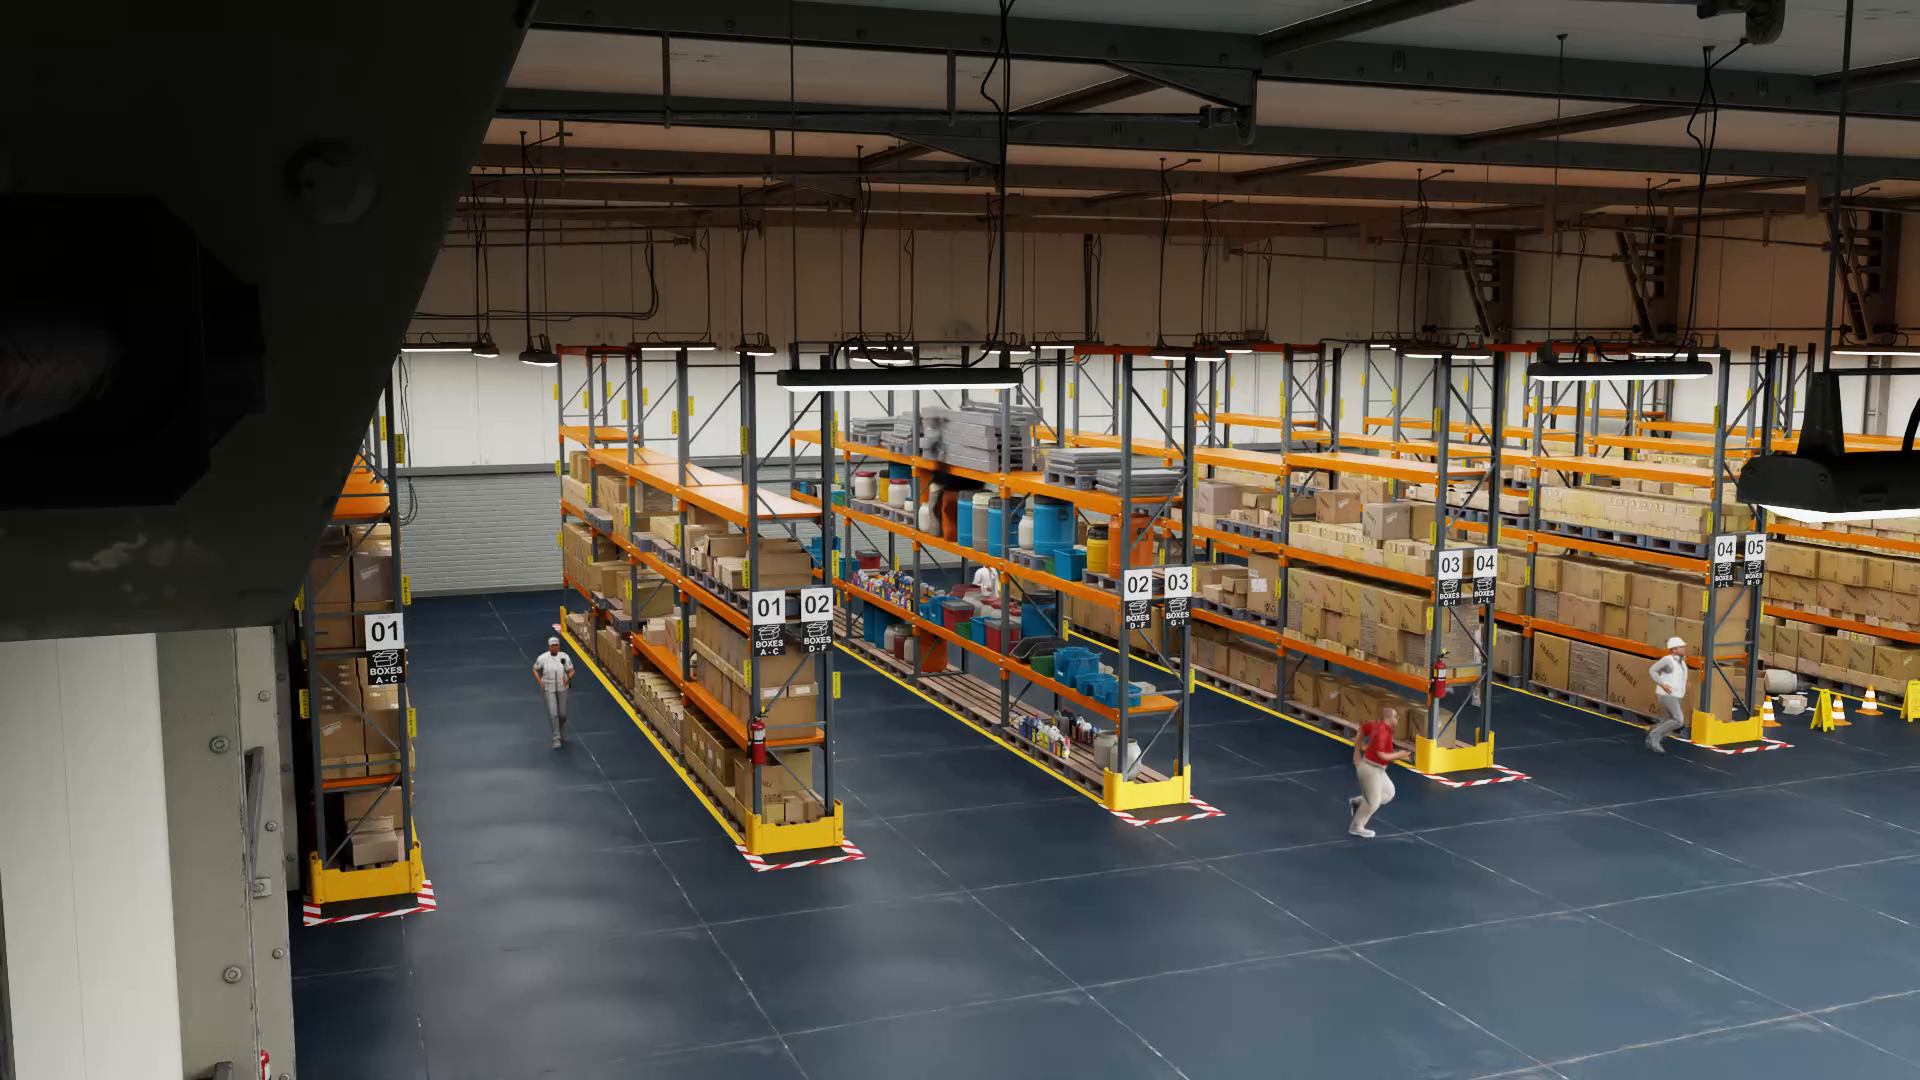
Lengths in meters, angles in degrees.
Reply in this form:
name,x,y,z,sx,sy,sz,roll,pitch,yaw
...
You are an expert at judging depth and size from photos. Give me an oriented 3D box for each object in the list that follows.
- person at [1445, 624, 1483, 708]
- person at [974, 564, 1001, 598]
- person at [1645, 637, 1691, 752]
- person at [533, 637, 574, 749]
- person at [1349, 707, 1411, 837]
name,x,y,z,sx,sy,sz,roll,pitch,yaw
person,8.572,1.916,28.056,0.696,1.764,0.889,-4,8,-31
person,0.632,1.186,33.673,0.698,1.735,0.633,-4,8,-31
person,10.650,2.313,24.903,0.641,1.733,0.592,-7,10,-42
person,-6.200,2.298,25.426,0.613,1.660,0.726,-3,8,-22
person,5.234,2.889,20.721,0.721,1.654,0.650,2,7,13
